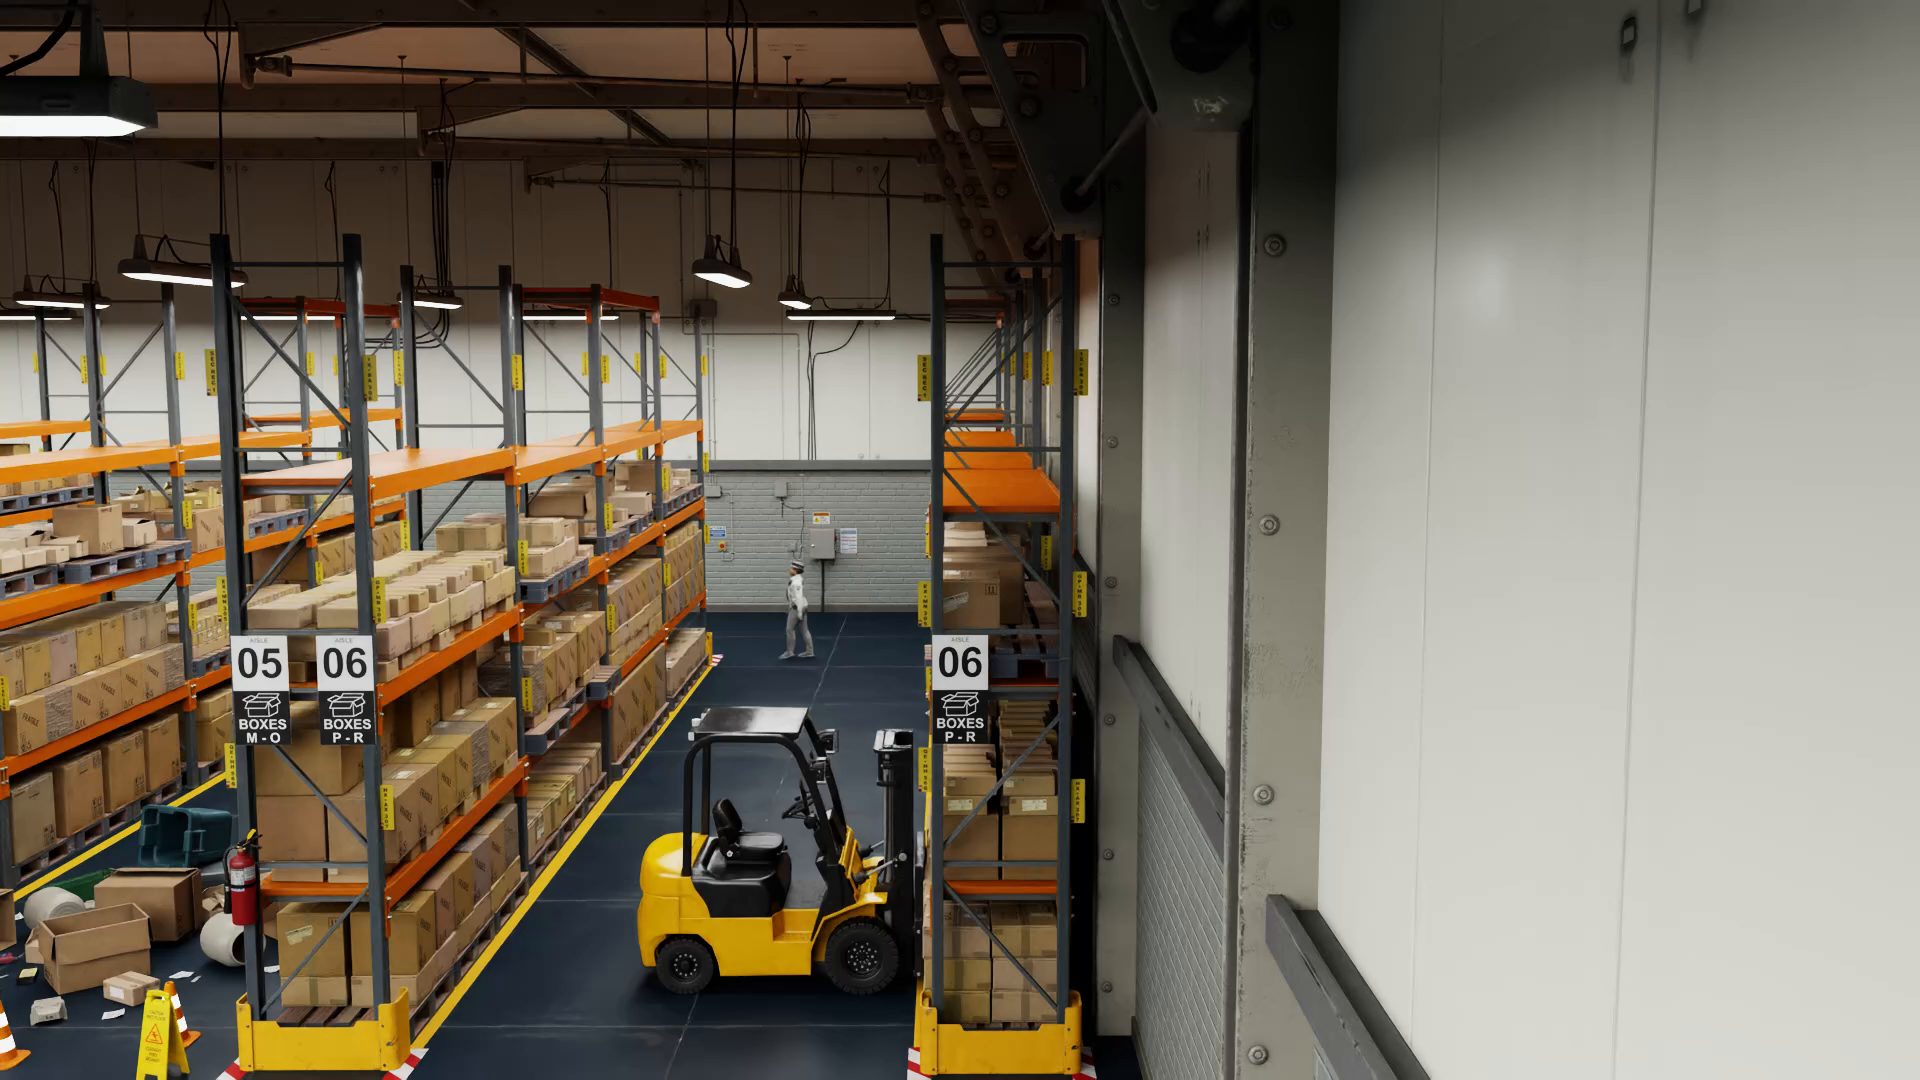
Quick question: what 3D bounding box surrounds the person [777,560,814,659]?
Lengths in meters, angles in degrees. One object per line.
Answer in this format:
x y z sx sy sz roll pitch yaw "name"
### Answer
-2.808 1.193 28.475 0.638 1.699 0.527 1 6 8 "person"
